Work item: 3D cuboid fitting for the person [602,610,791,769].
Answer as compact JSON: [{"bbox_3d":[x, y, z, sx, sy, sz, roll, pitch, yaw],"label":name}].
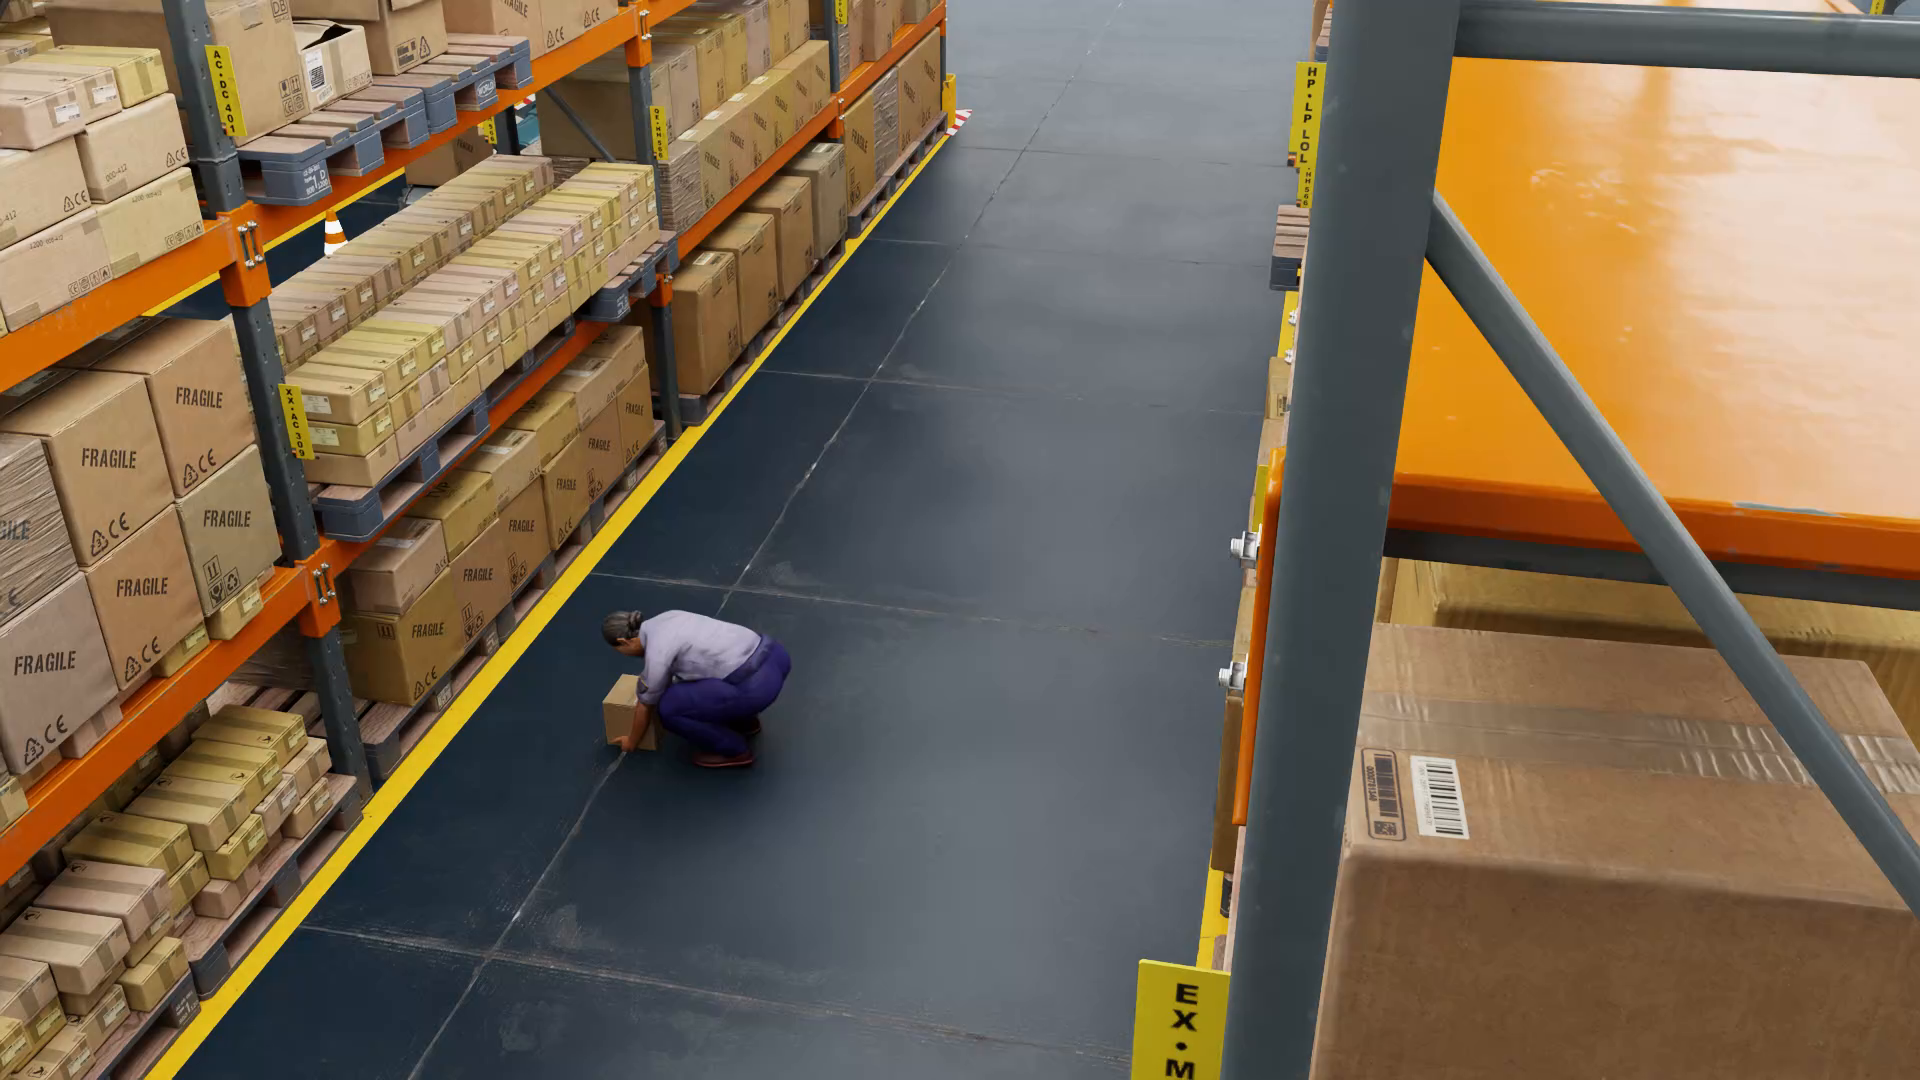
[{"bbox_3d":[-1.245,0.680,7.895,0.870,0.773,0.506,5,29,10],"label":"person"}]
